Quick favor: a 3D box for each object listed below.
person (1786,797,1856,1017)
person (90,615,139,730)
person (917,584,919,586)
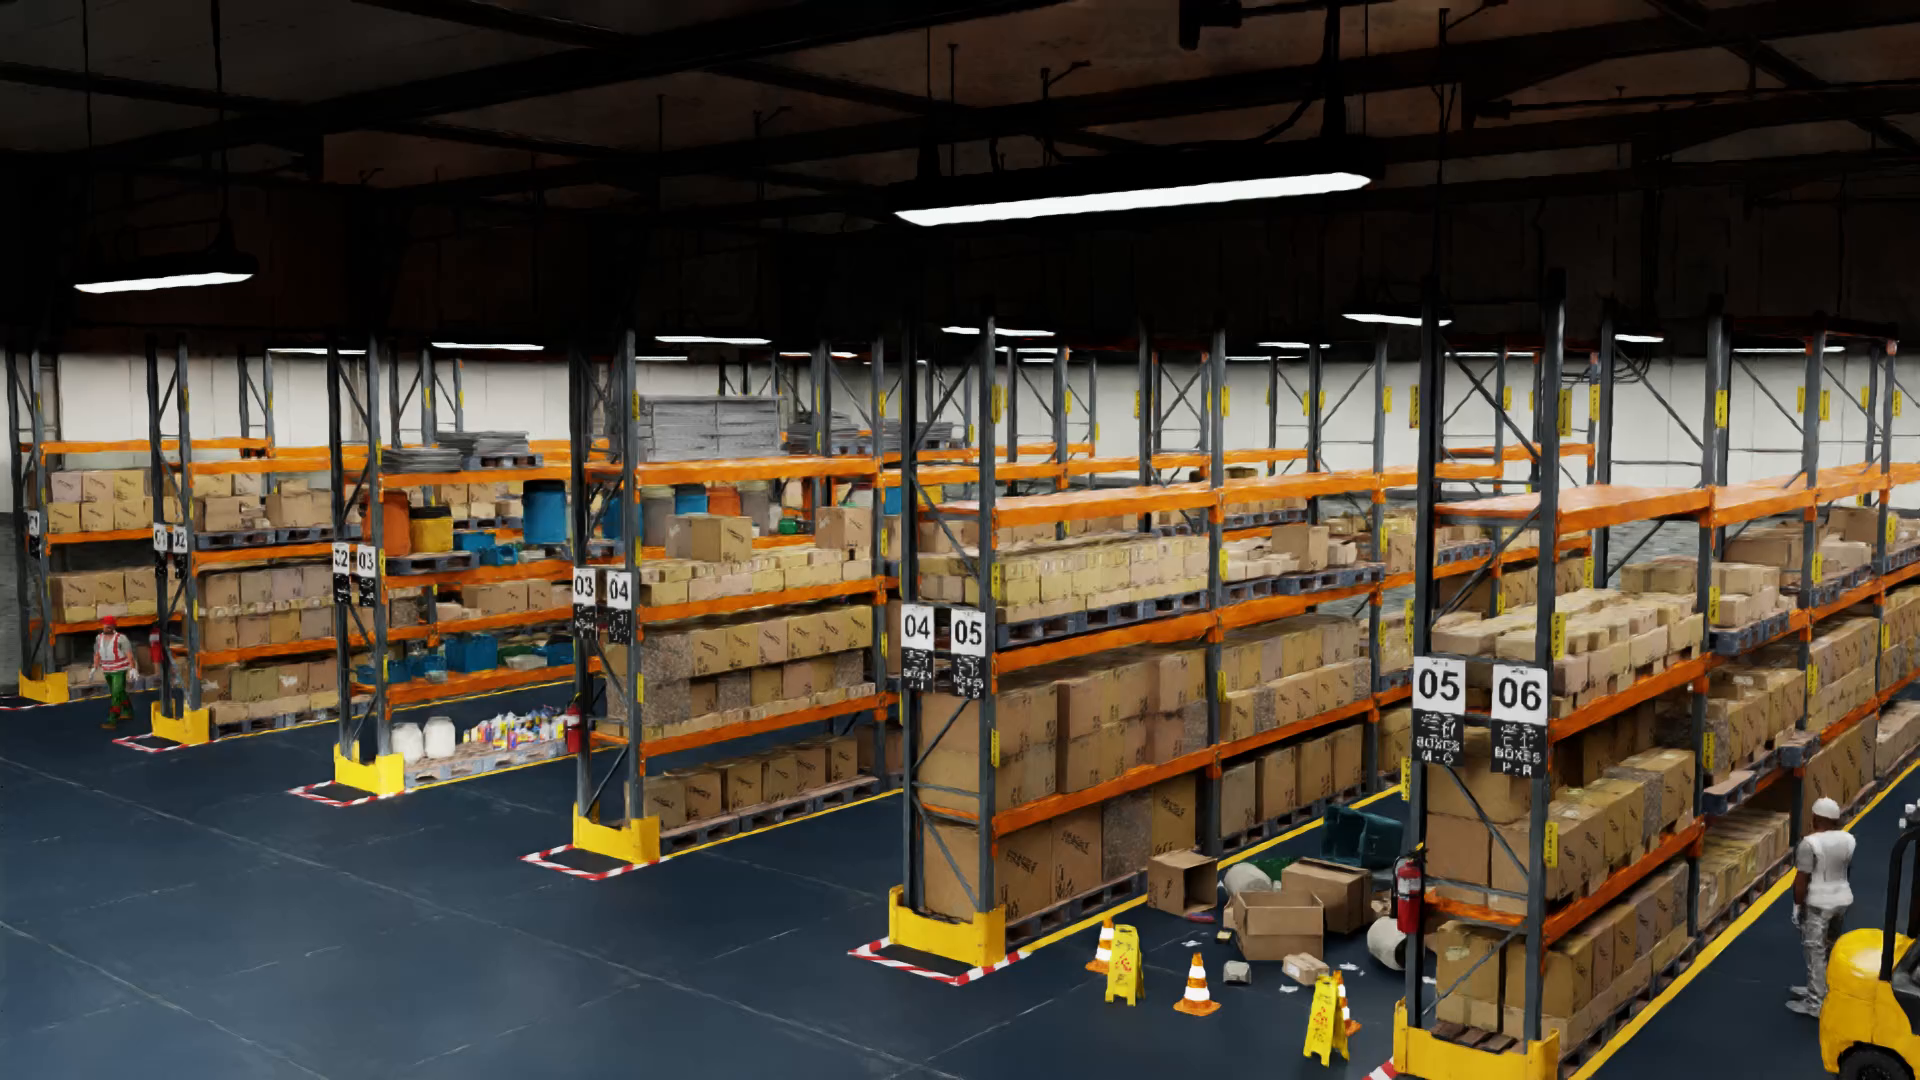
[{"bbox_3d":[7.129,3.014,13.865,0.616,1.785,0.493,-2,5,-20],"label":"person"},{"bbox_3d":[-12.993,2.009,25.554,0.617,1.743,0.977,1,5,13],"label":"person"},{"bbox_3d":[-1.033,0.910,38.290,0.503,1.647,0.529,-1,5,-8],"label":"person"}]
